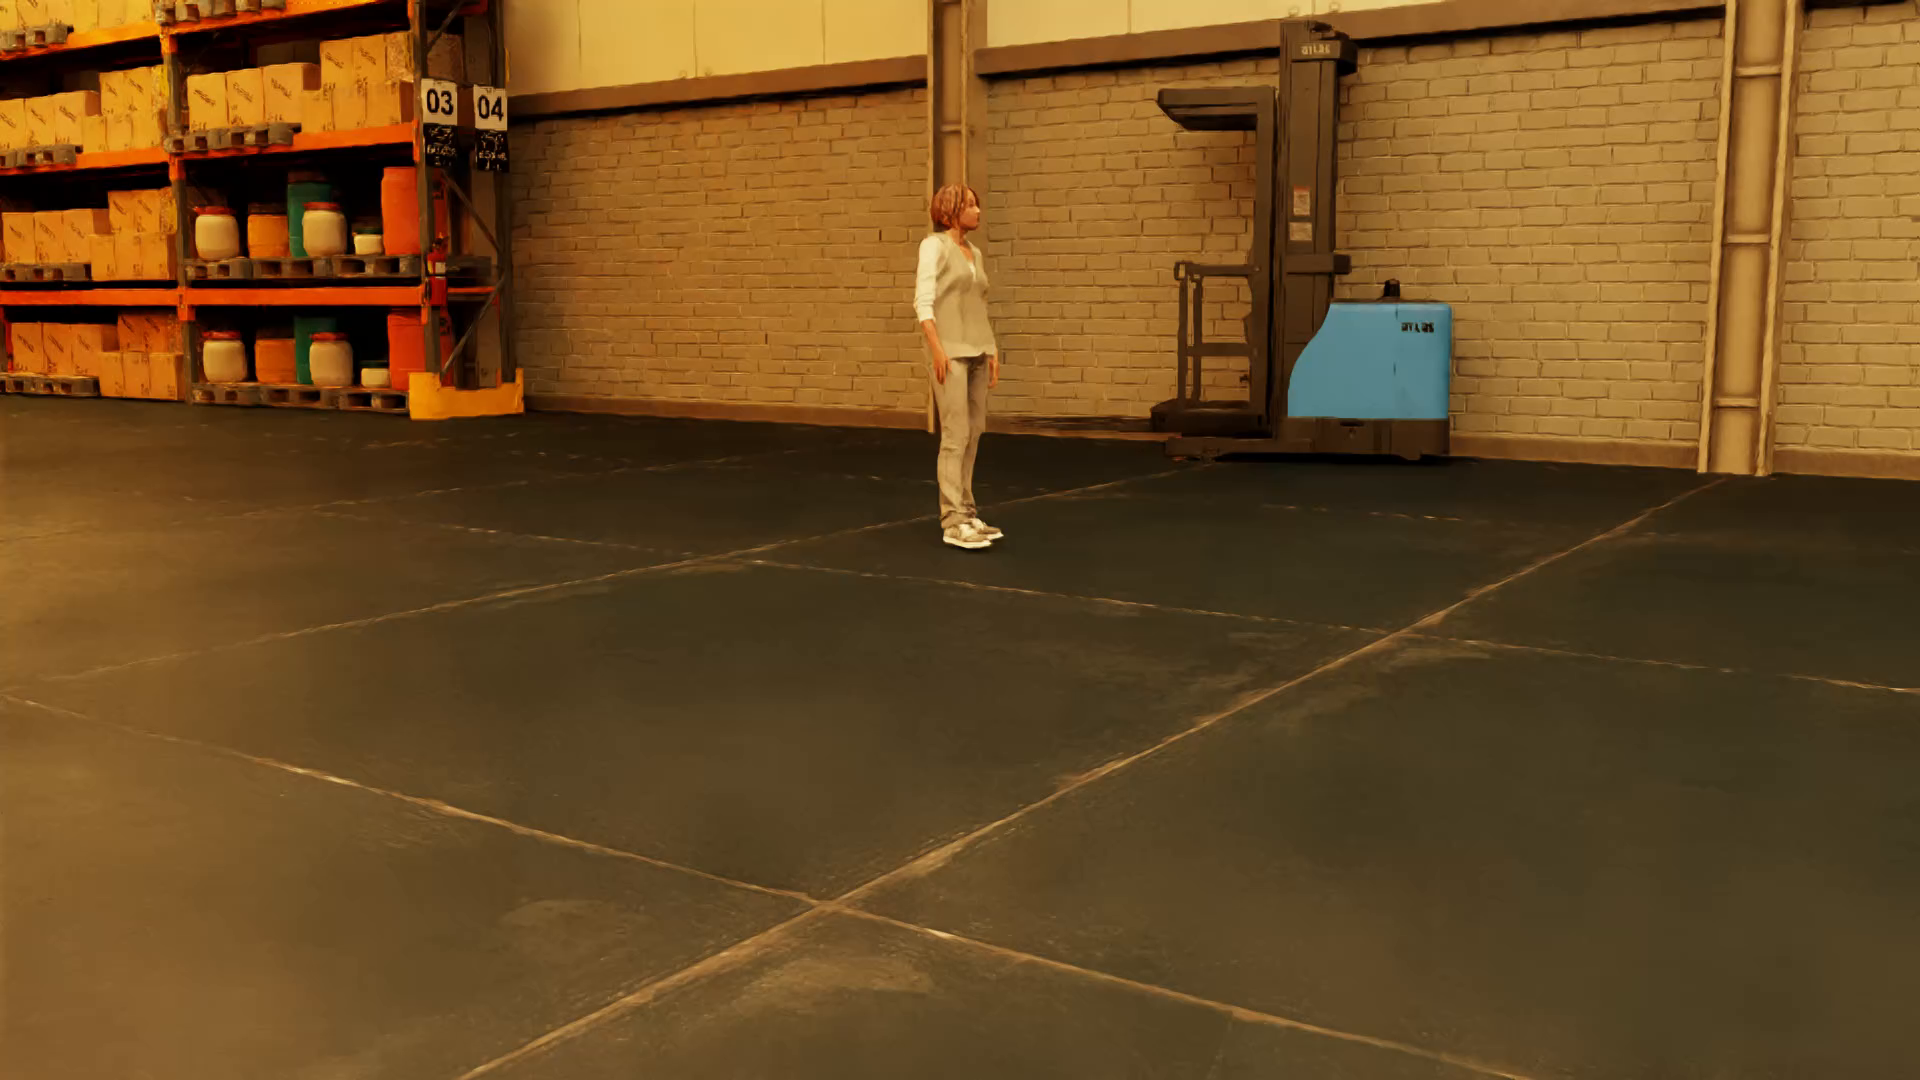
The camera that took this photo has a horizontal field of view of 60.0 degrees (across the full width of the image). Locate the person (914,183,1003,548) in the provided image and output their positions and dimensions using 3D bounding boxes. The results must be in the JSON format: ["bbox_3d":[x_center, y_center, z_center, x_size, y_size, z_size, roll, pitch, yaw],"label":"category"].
[{"bbox_3d":[0.054,-0.783,7.439,0.474,1.583,0.521,5,10,34],"label":"person"}]

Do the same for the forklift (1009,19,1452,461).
[{"bbox_3d":[1.899,-2.062,11.696,3.031,2.935,1.130,2,8,14],"label":"forklift"}]
